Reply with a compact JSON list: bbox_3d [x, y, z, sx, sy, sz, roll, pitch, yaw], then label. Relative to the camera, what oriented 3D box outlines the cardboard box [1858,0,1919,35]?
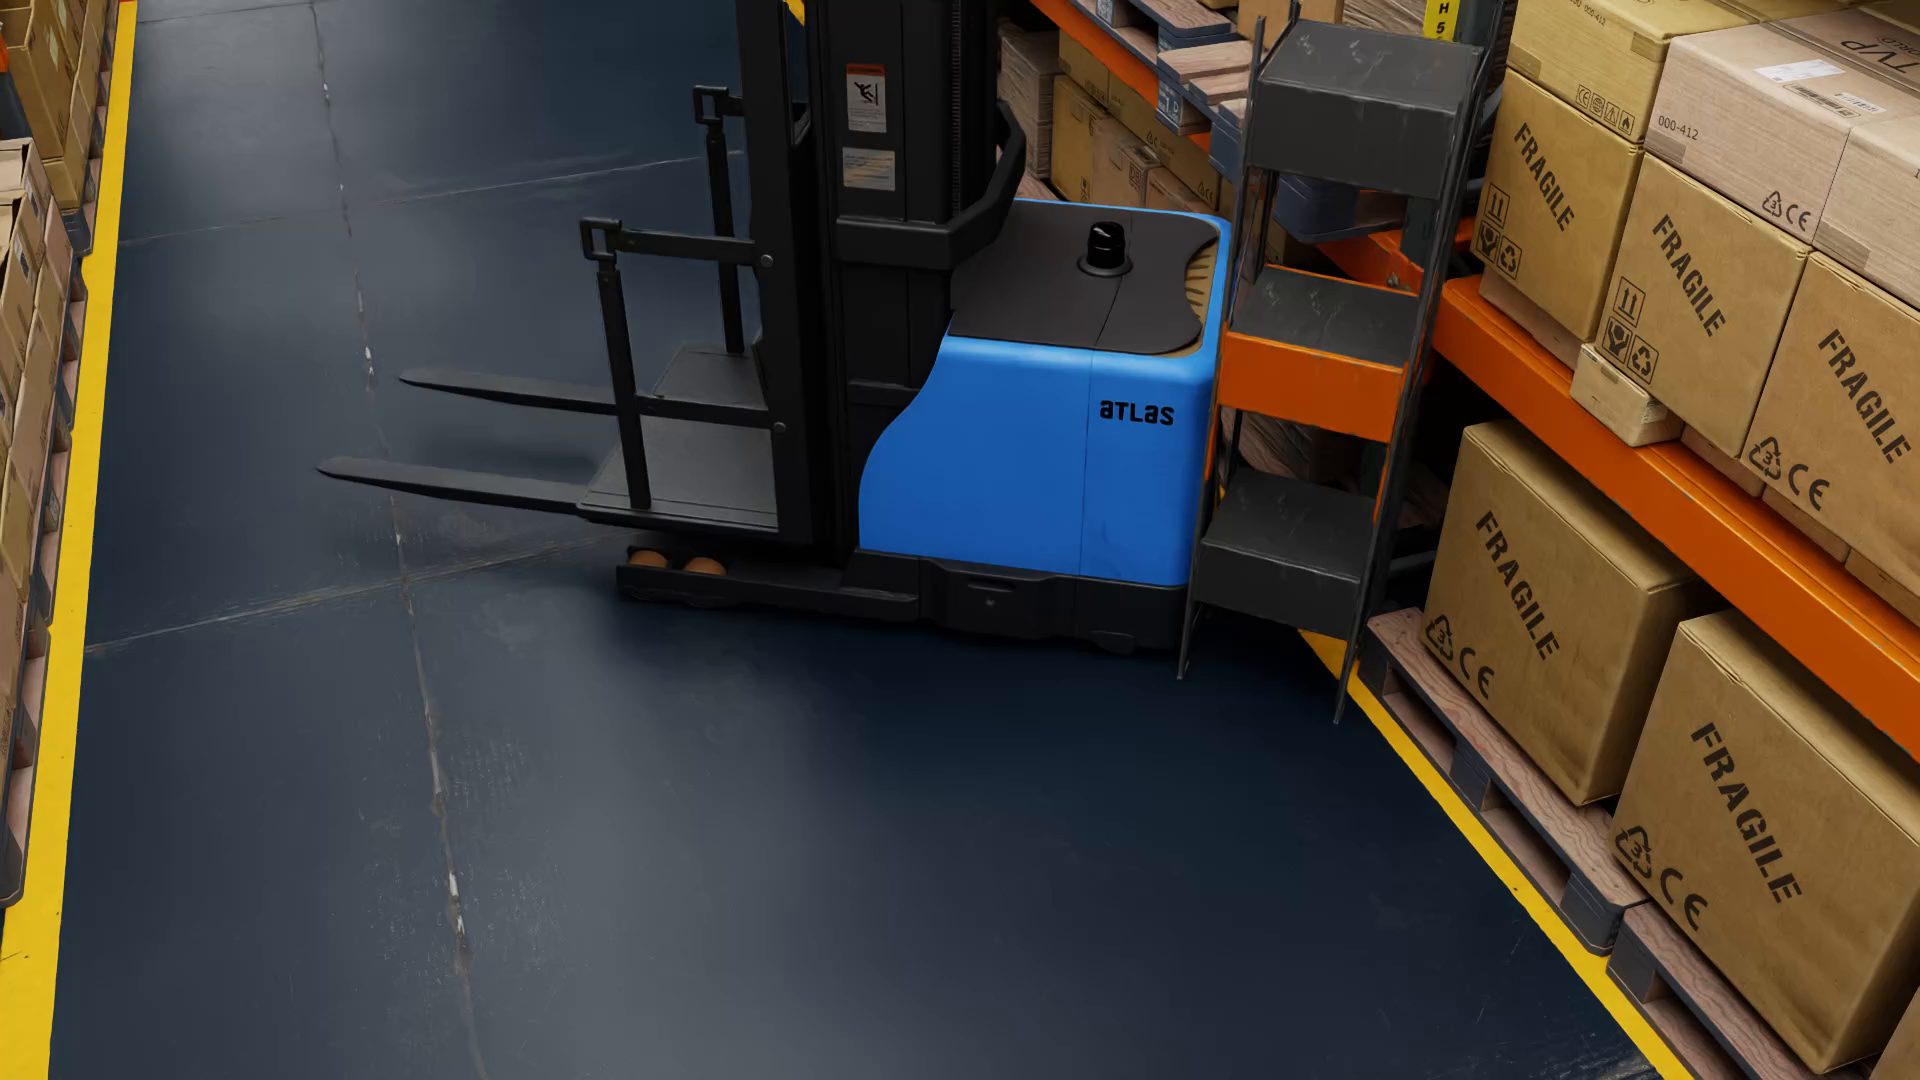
[{"bbox_3d":[2.281,-0.984,3.593,0.500,0.250,0.500,-14,39,-17],"label":"cardboard box"}]

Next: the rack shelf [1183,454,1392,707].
[{"bbox_3d":[0.981,0.119,4.997,0.480,0.518,0.431,15,41,17],"label":"rack shelf"}]

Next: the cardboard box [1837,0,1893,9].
[{"bbox_3d":[2.106,-1.277,3.983,0.500,0.250,0.500,-11,38,-15],"label":"cardboard box"}]

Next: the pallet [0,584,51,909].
[{"bbox_3d":[-3.190,0.655,4.705,1.003,0.211,1.213,-12,39,-16],"label":"pallet"}]

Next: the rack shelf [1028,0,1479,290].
[{"bbox_3d":[1.019,-1.856,6.319,1.077,0.370,4.000,-12,39,-16],"label":"rack shelf"}]

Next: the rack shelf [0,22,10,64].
[{"bbox_3d":[-5.008,-3.088,7.954,1.077,0.370,4.000,-12,39,-16],"label":"rack shelf"}]

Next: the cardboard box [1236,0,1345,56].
[{"bbox_3d":[1.318,-1.803,5.202,0.700,0.500,0.500,-16,40,-20],"label":"cardboard box"}]

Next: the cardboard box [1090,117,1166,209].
[{"bbox_3d":[0.962,-1.460,6.907,0.700,0.500,0.500,-12,39,-15],"label":"cardboard box"}]

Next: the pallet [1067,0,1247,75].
[{"bbox_3d":[0.987,-2.047,6.134,1.003,0.211,1.213,-12,39,-16],"label":"pallet"}]

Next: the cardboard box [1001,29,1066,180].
[{"bbox_3d":[0.599,-2.038,7.675,0.700,0.500,0.500,-11,38,-14],"label":"cardboard box"}]

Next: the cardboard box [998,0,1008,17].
[{"bbox_3d":[-0.064,-3.029,8.990,0.500,0.500,0.500,-15,40,-19],"label":"cardboard box"}]

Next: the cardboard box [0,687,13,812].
[{"bbox_3d":[-2.847,0.588,4.413,0.500,0.250,0.500,-13,39,-16],"label":"cardboard box"}]

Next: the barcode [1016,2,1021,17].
[{"bbox_3d":[0.320,-2.881,9.026,0.001,0.075,0.075,-12,39,-16],"label":"barcode"}]

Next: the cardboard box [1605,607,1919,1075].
[{"bbox_3d":[2.132,0.616,3.877,0.750,0.750,0.750,-13,39,-16],"label":"cardboard box"}]

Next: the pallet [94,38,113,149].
[{"bbox_3d":[-4.977,-2.280,8.601,1.003,0.211,1.213,-12,39,-16],"label":"pallet"}]

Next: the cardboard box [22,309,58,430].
[{"bbox_3d":[-3.556,-0.566,5.944,0.500,0.250,0.500,-12,39,-15],"label":"cardboard box"}]

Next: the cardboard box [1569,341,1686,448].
[{"bbox_3d":[1.693,-0.376,3.948,0.380,0.149,0.250,-11,38,-15],"label":"cardboard box"}]

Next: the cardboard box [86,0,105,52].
[{"bbox_3d":[-4.877,-2.771,8.872,0.500,0.250,0.500,-12,39,-16],"label":"cardboard box"}]

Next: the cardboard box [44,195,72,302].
[{"bbox_3d":[-3.905,-1.141,6.708,0.500,0.250,0.500,-13,39,-16],"label":"cardboard box"}]

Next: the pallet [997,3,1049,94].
[{"bbox_3d":[0.066,-2.532,8.935,1.003,0.211,1.213,-12,39,-16],"label":"pallet"}]

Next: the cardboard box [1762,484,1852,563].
[{"bbox_3d":[1.993,-0.114,3.601,0.380,0.149,0.250,-12,39,-15],"label":"cardboard box"}]

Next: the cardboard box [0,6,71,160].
[{"bbox_3d":[-4.185,-1.941,7.147,0.500,0.500,0.500,-12,39,-16],"label":"cardboard box"}]

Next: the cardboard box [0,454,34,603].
[{"bbox_3d":[-3.206,0.012,5.178,0.500,0.250,0.500,-13,39,-17],"label":"cardboard box"}]

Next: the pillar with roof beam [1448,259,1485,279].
[{"bbox_3d":[-1.970,-3.432,2.827,9.100,9.000,0.400,-12,39,-16],"label":"pillar with roof beam"}]

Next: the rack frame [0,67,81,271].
[{"bbox_3d":[-4.319,-2.246,6.238,1.000,3.000,0.127,-12,39,-16],"label":"rack frame"}]

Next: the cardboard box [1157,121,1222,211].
[{"bbox_3d":[1.091,-1.511,6.351,0.500,0.250,0.500,-13,39,-16],"label":"cardboard box"}]

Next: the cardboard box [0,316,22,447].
[{"bbox_3d":[-3.387,-0.510,5.404,0.500,0.311,0.500,-13,39,-17],"label":"cardboard box"}]

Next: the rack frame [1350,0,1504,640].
[{"bbox_3d":[1.707,-1.014,4.603,1.000,3.000,0.127,-12,39,-16],"label":"rack frame"}]

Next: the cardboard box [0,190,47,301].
[{"bbox_3d":[-3.726,-1.077,6.157,0.500,0.311,0.500,-11,38,-15],"label":"cardboard box"}]

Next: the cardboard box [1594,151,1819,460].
[{"bbox_3d":[1.805,-0.555,3.647,0.500,0.500,0.500,-11,38,-14],"label":"cardboard box"}]

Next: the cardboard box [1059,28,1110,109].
[{"bbox_3d":[0.754,-2.090,7.120,0.500,0.250,0.500,-13,39,-17],"label":"cardboard box"}]

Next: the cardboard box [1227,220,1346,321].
[{"bbox_3d":[1.342,-0.902,6.166,0.700,0.500,0.500,-13,39,-16],"label":"cardboard box"}]

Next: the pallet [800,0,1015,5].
[{"bbox_3d":[-0.358,-3.222,9.852,1.003,0.211,1.213,-12,39,-16],"label":"pallet"}]

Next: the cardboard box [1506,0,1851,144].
[{"bbox_3d":[1.631,-1.154,3.818,0.500,0.250,0.500,-12,38,-15],"label":"cardboard box"}]

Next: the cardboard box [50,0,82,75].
[{"bbox_3d":[-4.529,-2.506,7.897,0.500,0.500,0.500,-12,39,-16],"label":"cardboard box"}]

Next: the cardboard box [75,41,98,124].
[{"bbox_3d":[-4.529,-2.207,8.123,0.500,0.250,0.500,-12,39,-16],"label":"cardboard box"}]

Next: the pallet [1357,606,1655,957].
[{"bbox_3d":[1.907,0.561,4.830,1.003,0.211,1.213,-12,39,-16],"label":"pallet"}]

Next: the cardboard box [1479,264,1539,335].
[{"bbox_3d":[1.603,-0.687,4.362,0.380,0.149,0.250,-13,39,-17],"label":"cardboard box"}]

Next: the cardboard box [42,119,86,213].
[{"bbox_3d":[-4.194,-1.640,7.370,0.500,0.250,0.500,-12,39,-16],"label":"cardboard box"}]

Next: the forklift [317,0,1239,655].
[{"bbox_3d":[-0.657,-1.250,4.974,3.031,2.935,1.130,7,38,9],"label":"forklift"}]

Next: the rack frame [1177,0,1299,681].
[{"bbox_3d":[0.759,-0.495,4.619,0.015,2.100,0.400,15,41,17],"label":"rack frame"}]

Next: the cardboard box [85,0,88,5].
[{"bbox_3d":[-4.874,-3.071,8.647,0.500,0.500,0.500,-12,39,-16],"label":"cardboard box"}]

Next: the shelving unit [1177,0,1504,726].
[{"bbox_3d":[0.984,-0.434,4.546,0.503,2.100,0.431,15,41,17],"label":"shelving unit"}]

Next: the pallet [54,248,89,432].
[{"bbox_3d":[-4.029,-0.724,6.535,1.003,0.211,1.213,-12,39,-16],"label":"pallet"}]
